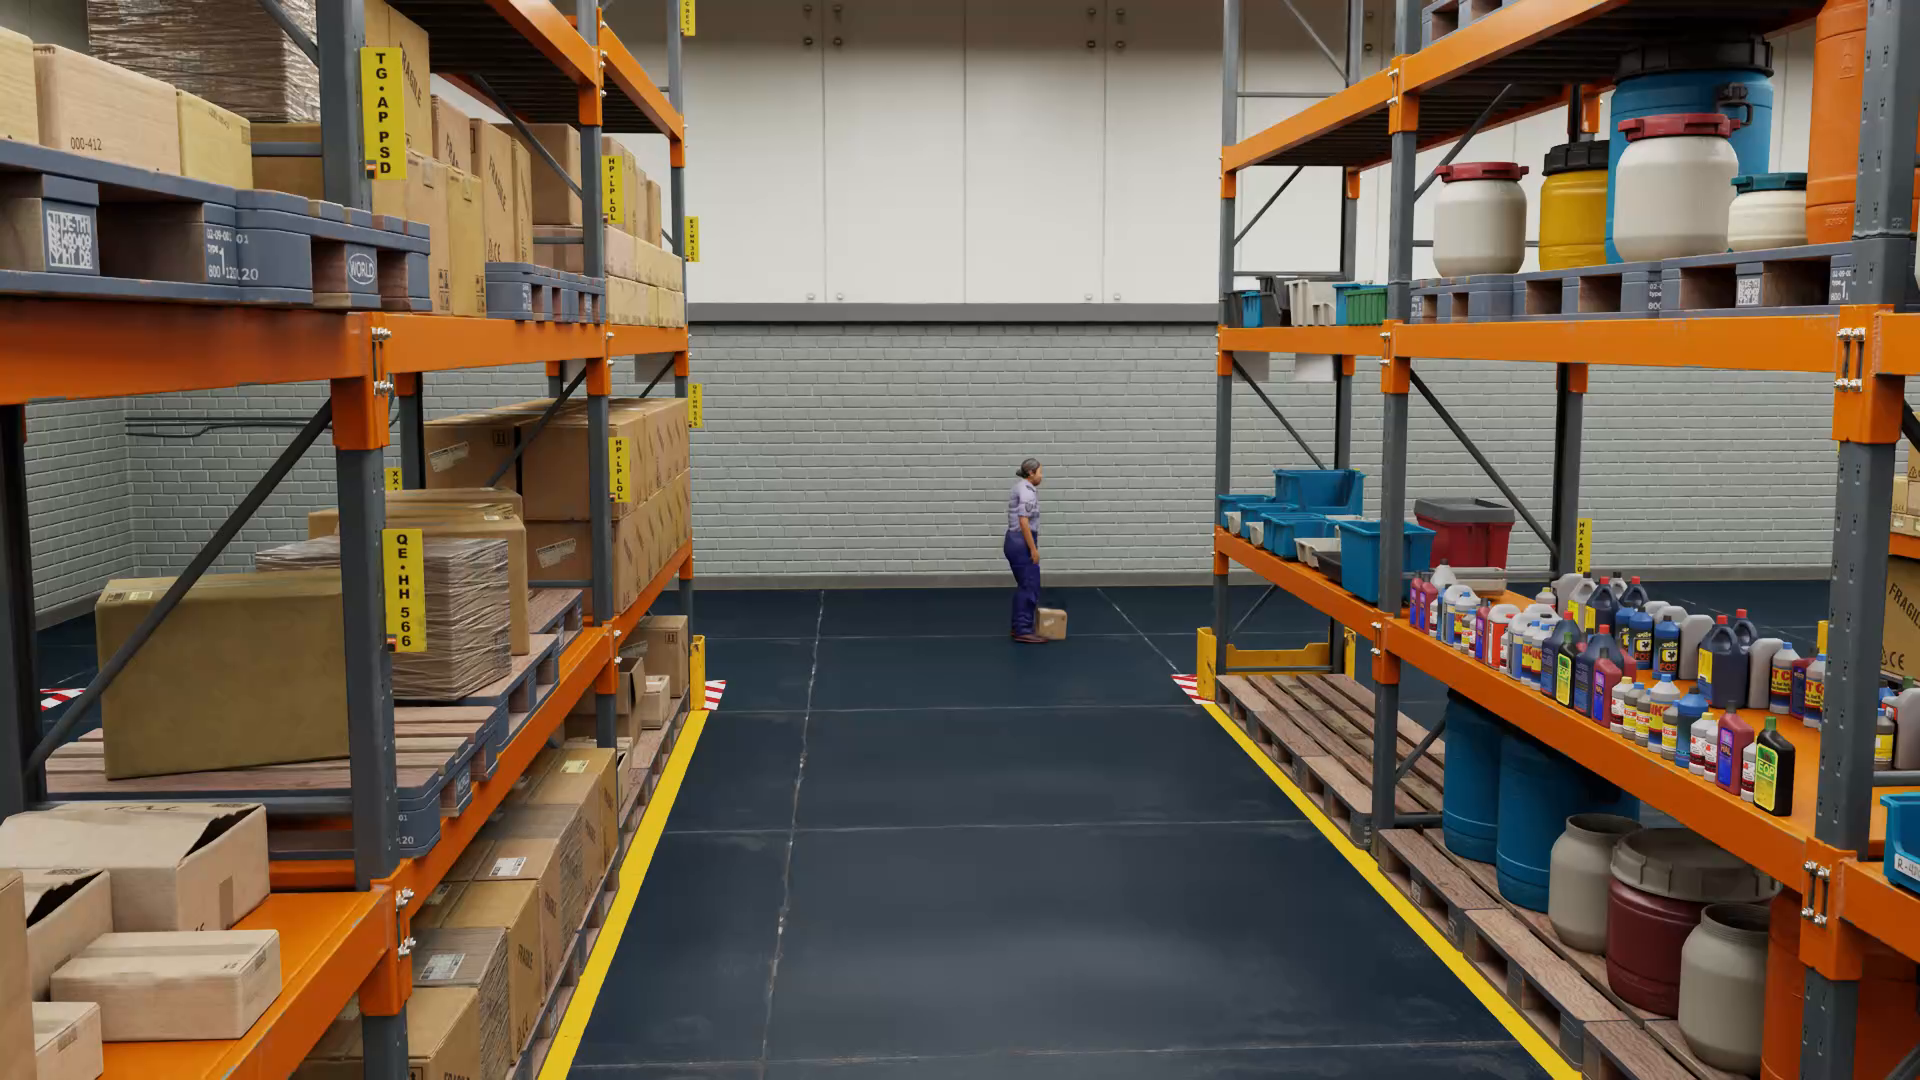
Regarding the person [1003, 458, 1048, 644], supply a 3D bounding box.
[{"bbox_3d":[0.605,0.084,15.093,0.336,1.652,0.537,-1,7,-6],"label":"person"}]
